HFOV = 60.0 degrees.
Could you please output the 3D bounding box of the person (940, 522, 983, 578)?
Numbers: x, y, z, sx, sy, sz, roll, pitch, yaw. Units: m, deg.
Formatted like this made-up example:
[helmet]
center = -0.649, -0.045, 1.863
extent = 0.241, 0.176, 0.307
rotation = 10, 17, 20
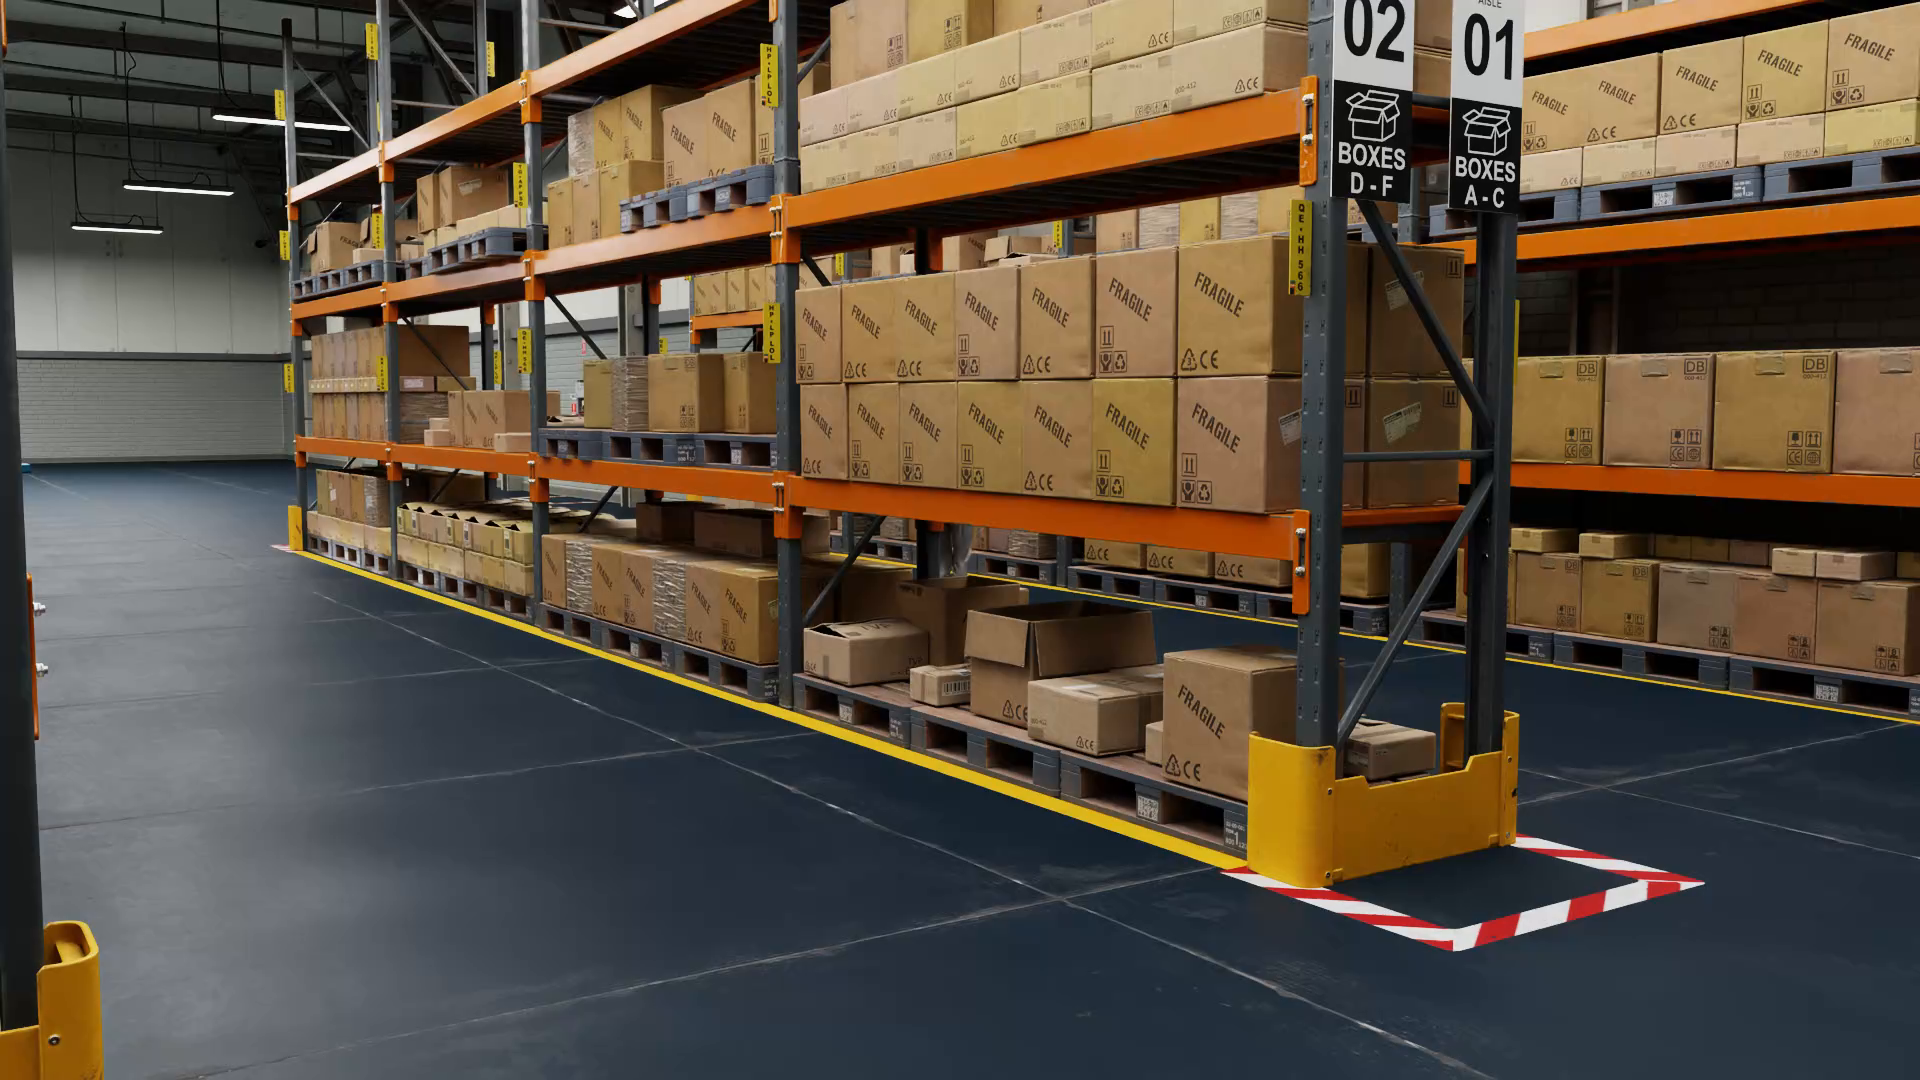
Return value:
[person]
center = 0.010, -0.198, 12.785
extent = 0.530, 1.686, 0.528
rotation = 3, 6, 34
